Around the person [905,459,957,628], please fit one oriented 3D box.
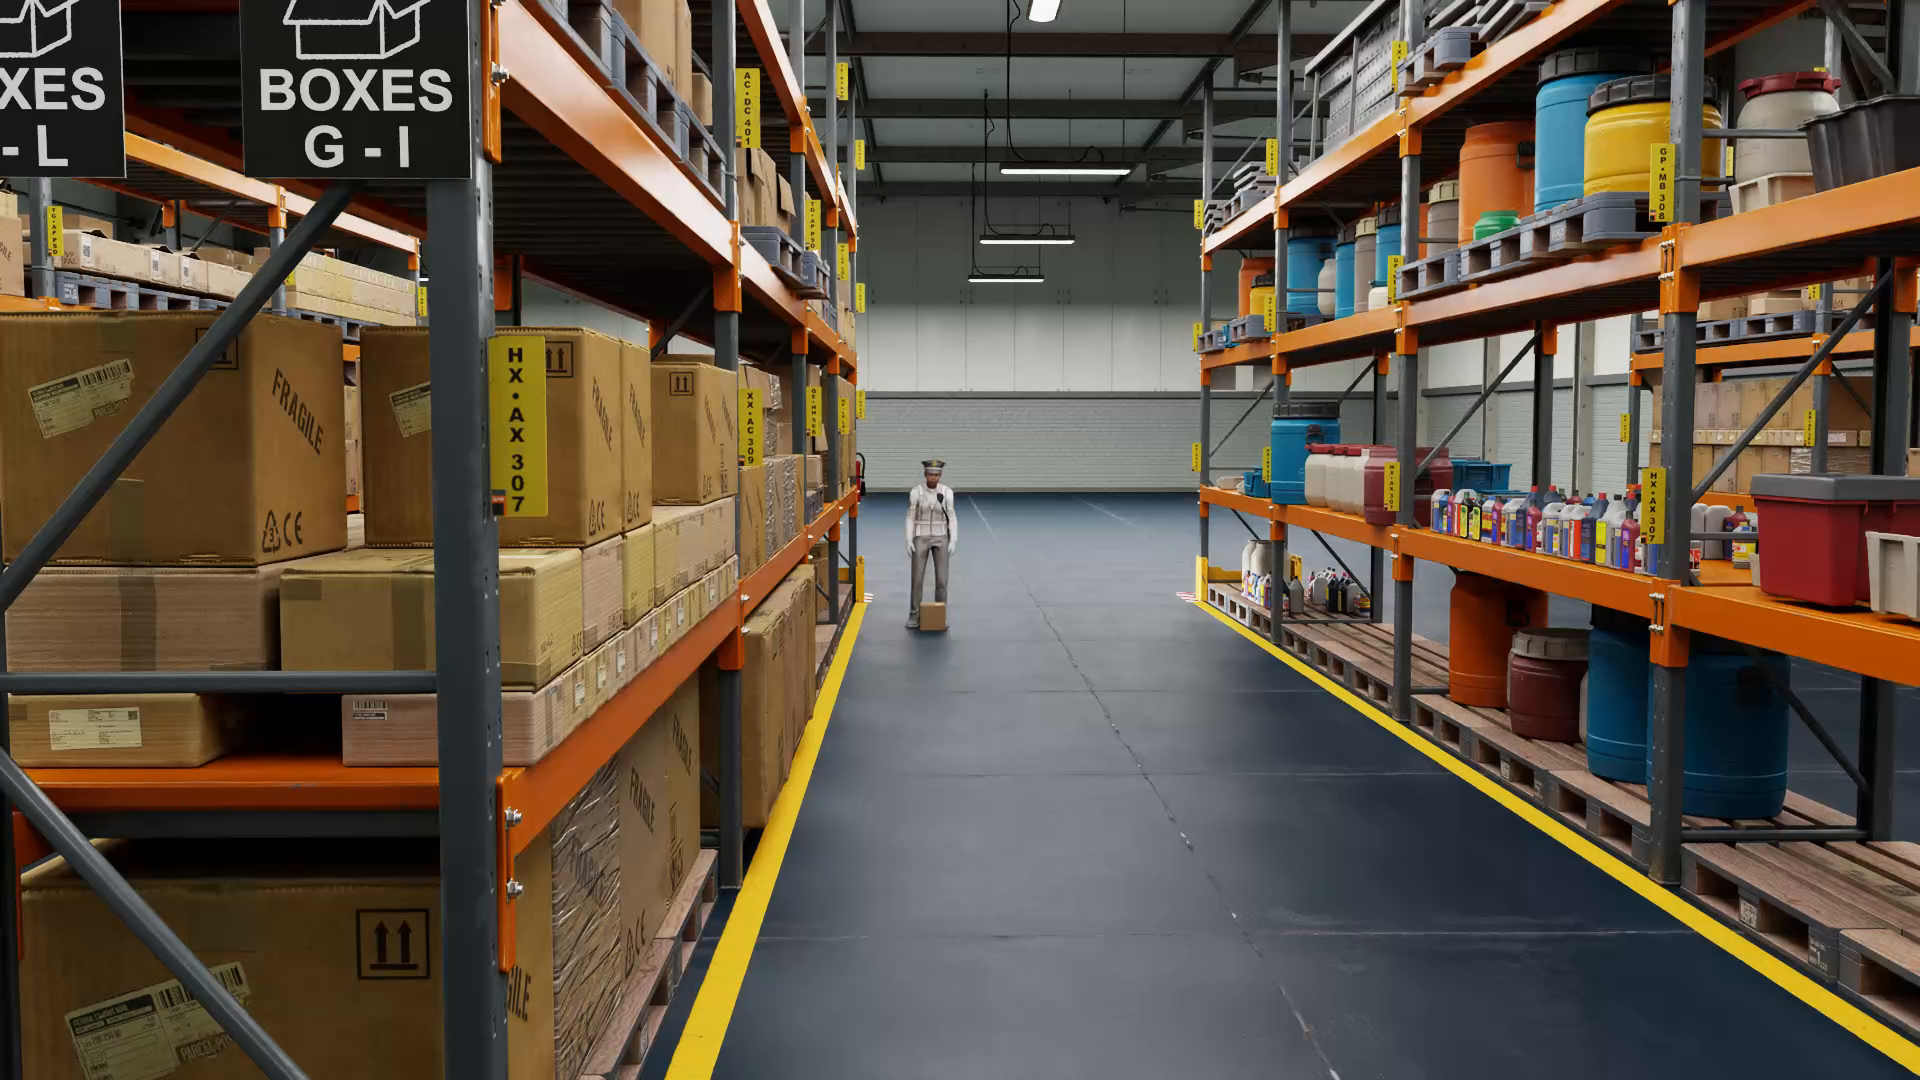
[{"bbox_3d":[-0.285,0.032,16.503,0.522,1.663,0.371,0,4,-4],"label":"person"}]
